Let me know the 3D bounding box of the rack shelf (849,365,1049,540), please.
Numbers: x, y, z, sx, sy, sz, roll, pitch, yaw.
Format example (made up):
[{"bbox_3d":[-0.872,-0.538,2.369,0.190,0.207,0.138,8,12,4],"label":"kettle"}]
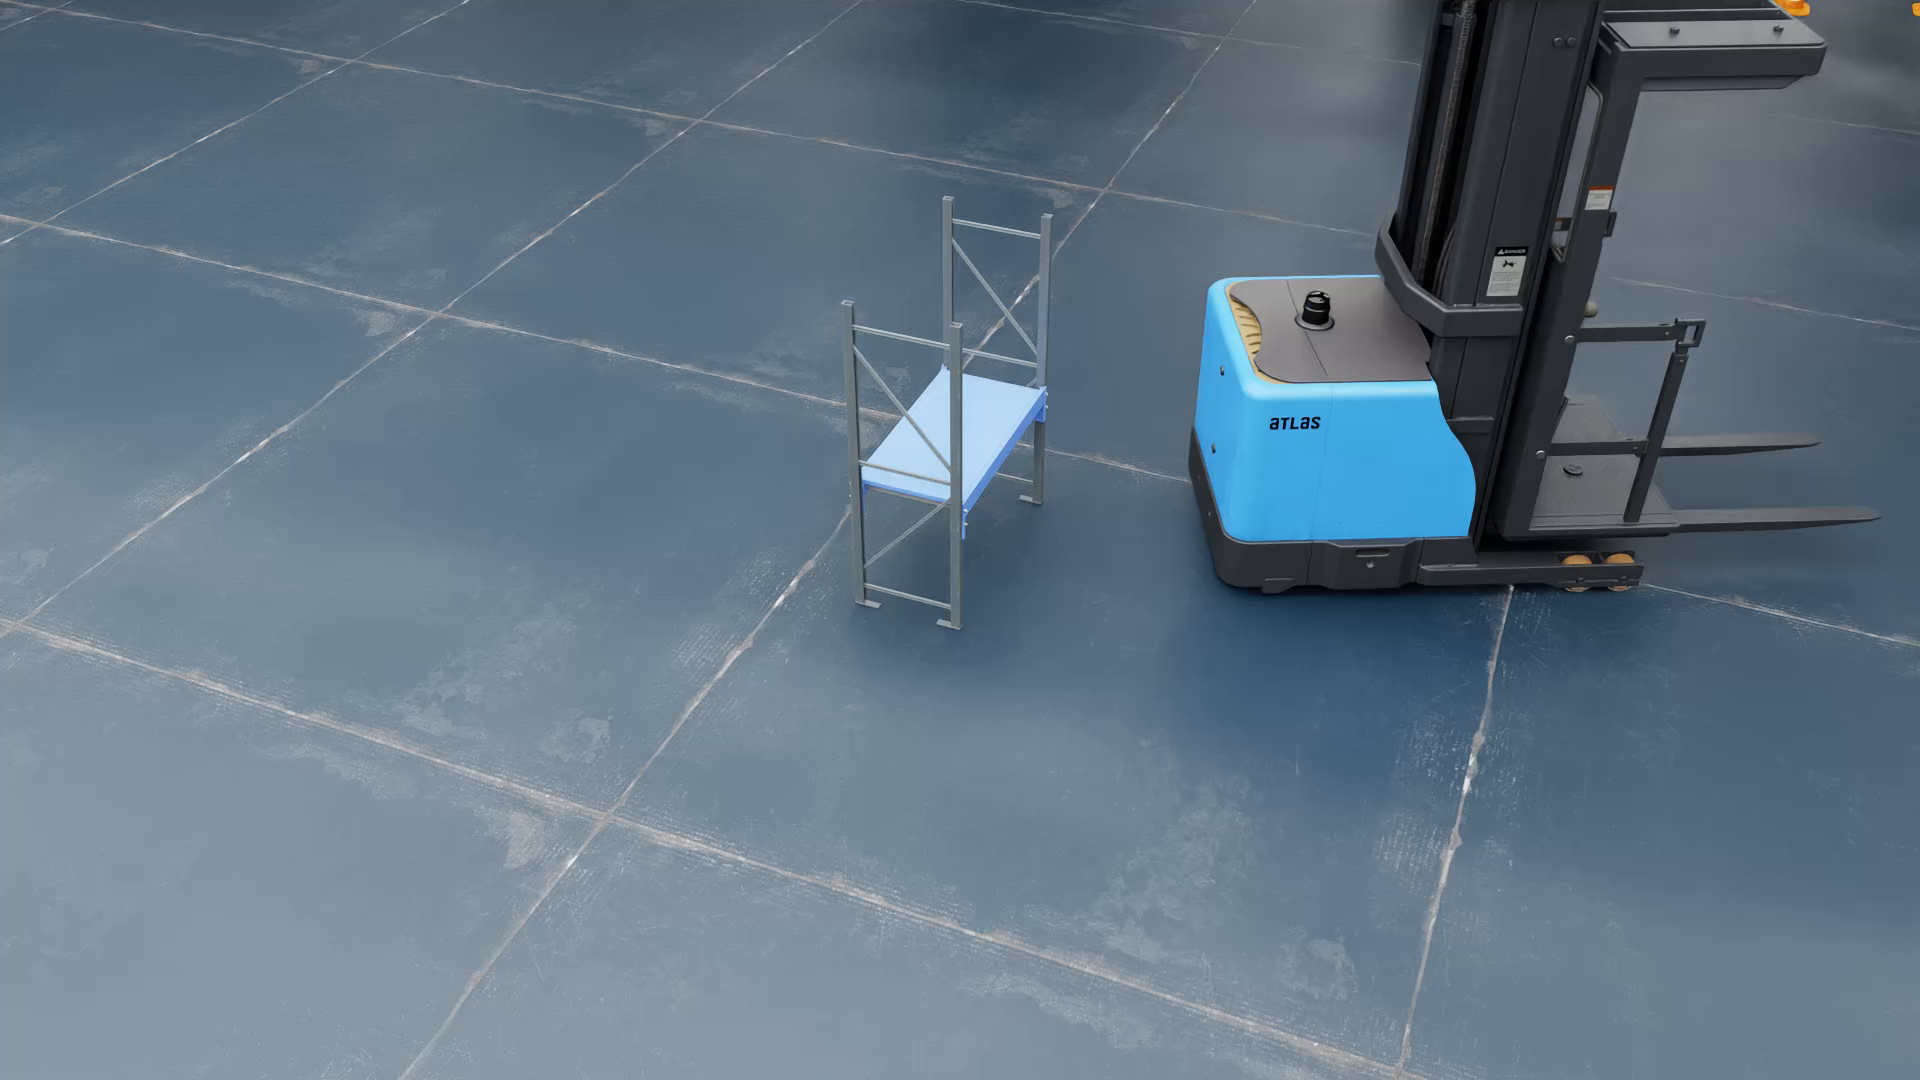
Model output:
[{"bbox_3d":[-0.032,-0.409,7.345,0.538,0.185,1.000,14,39,18],"label":"rack shelf"}]

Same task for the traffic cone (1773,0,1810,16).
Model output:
[{"bbox_3d":[6.737,-4.518,13.408,0.336,0.463,0.334,14,39,18],"label":"traffic cone"}]

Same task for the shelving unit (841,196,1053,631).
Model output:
[{"bbox_3d":[-0.032,-0.553,7.238,0.538,1.500,1.048,14,39,18],"label":"shelving unit"}]

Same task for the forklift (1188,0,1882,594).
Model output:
[{"bbox_3d":[2.643,-1.259,6.986,3.031,2.935,1.130,-2,37,-2],"label":"forklift"}]

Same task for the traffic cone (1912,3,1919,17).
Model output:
[{"bbox_3d":[7.893,-4.454,13.322,0.336,0.463,0.334,14,39,18],"label":"traffic cone"}]

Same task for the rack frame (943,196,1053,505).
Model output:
[{"bbox_3d":[0.161,-0.835,7.614,0.500,1.500,0.032,14,39,18],"label":"rack frame"}]

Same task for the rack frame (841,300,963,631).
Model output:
[{"bbox_3d":[-0.226,-0.272,6.861,0.500,1.500,0.032,14,39,18],"label":"rack frame"}]
